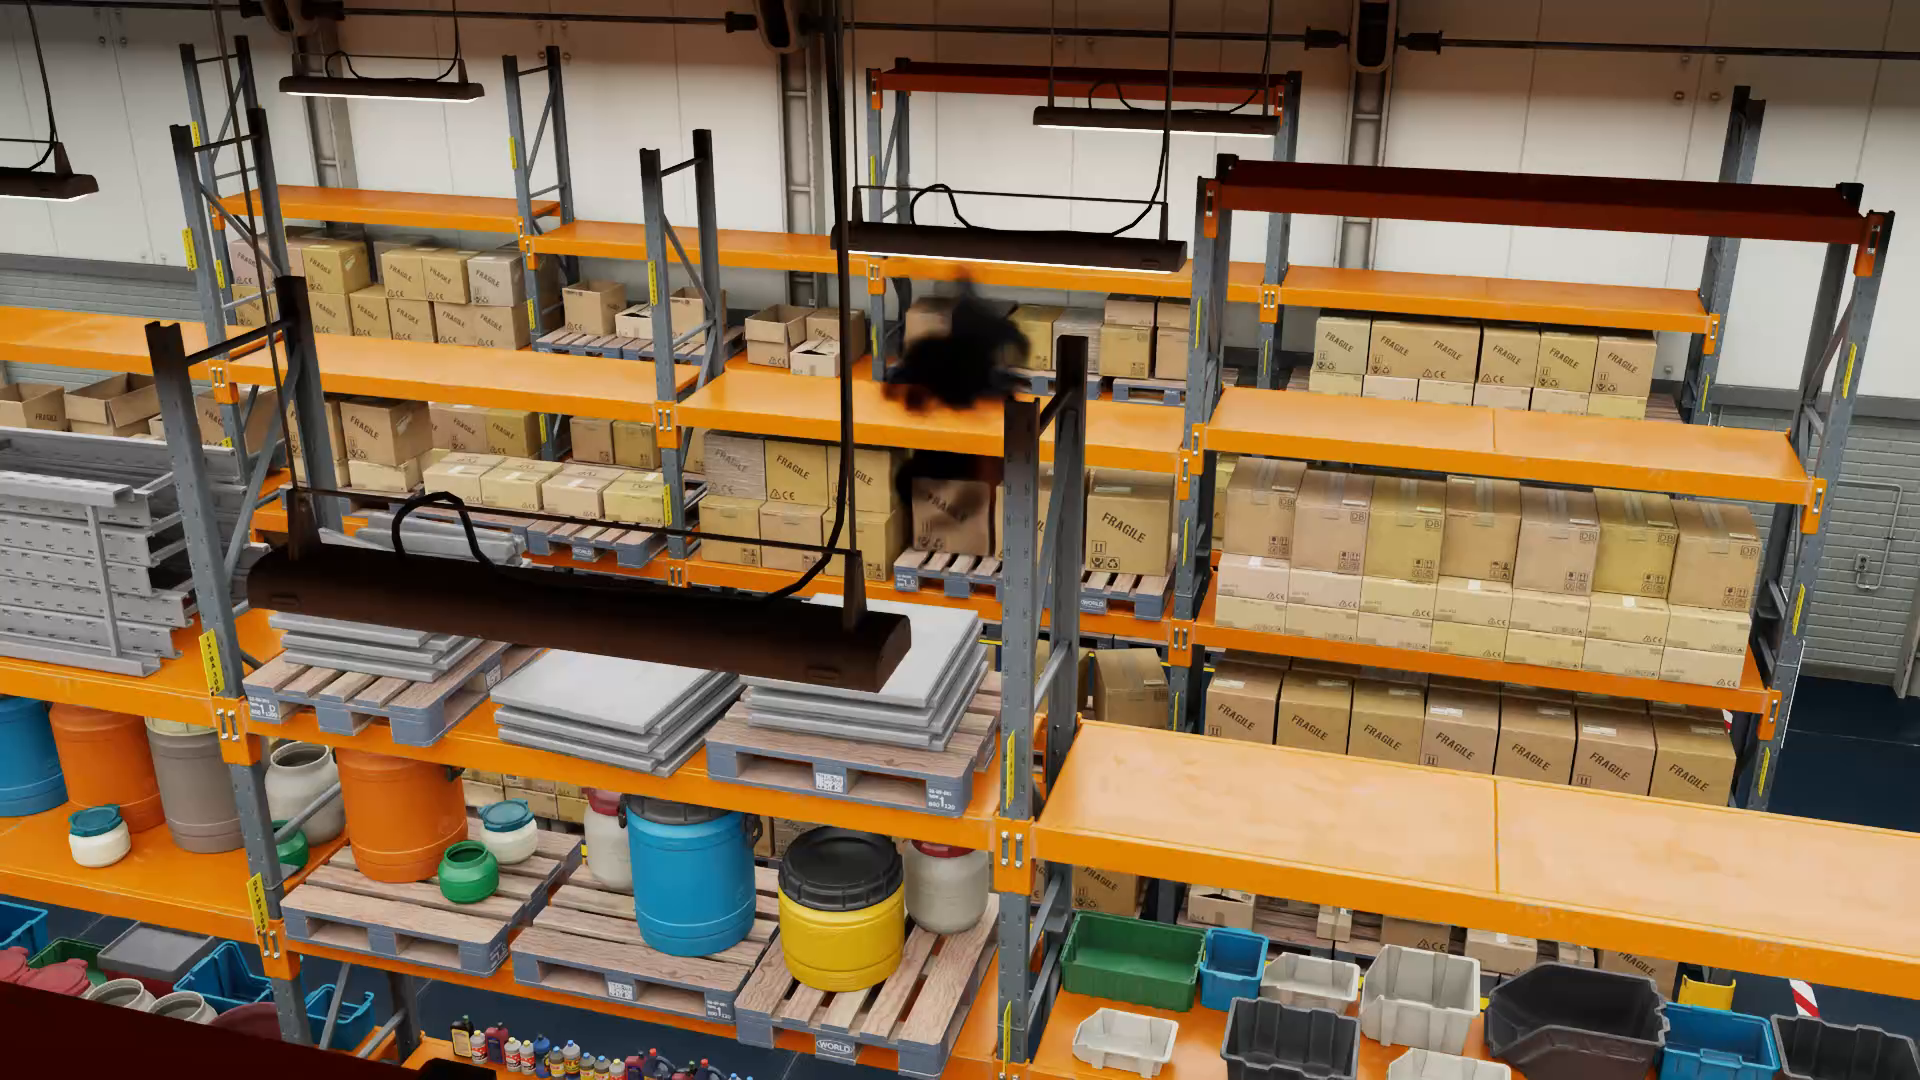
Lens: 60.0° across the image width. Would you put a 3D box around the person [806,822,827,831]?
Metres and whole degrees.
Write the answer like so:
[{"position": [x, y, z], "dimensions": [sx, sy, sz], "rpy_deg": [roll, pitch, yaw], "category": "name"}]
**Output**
[{"position": [-0.942, 2.609, 11.499], "dimensions": [0.849, 1.717, 0.614], "rpy_deg": [1, 23, 3], "category": "person"}]
